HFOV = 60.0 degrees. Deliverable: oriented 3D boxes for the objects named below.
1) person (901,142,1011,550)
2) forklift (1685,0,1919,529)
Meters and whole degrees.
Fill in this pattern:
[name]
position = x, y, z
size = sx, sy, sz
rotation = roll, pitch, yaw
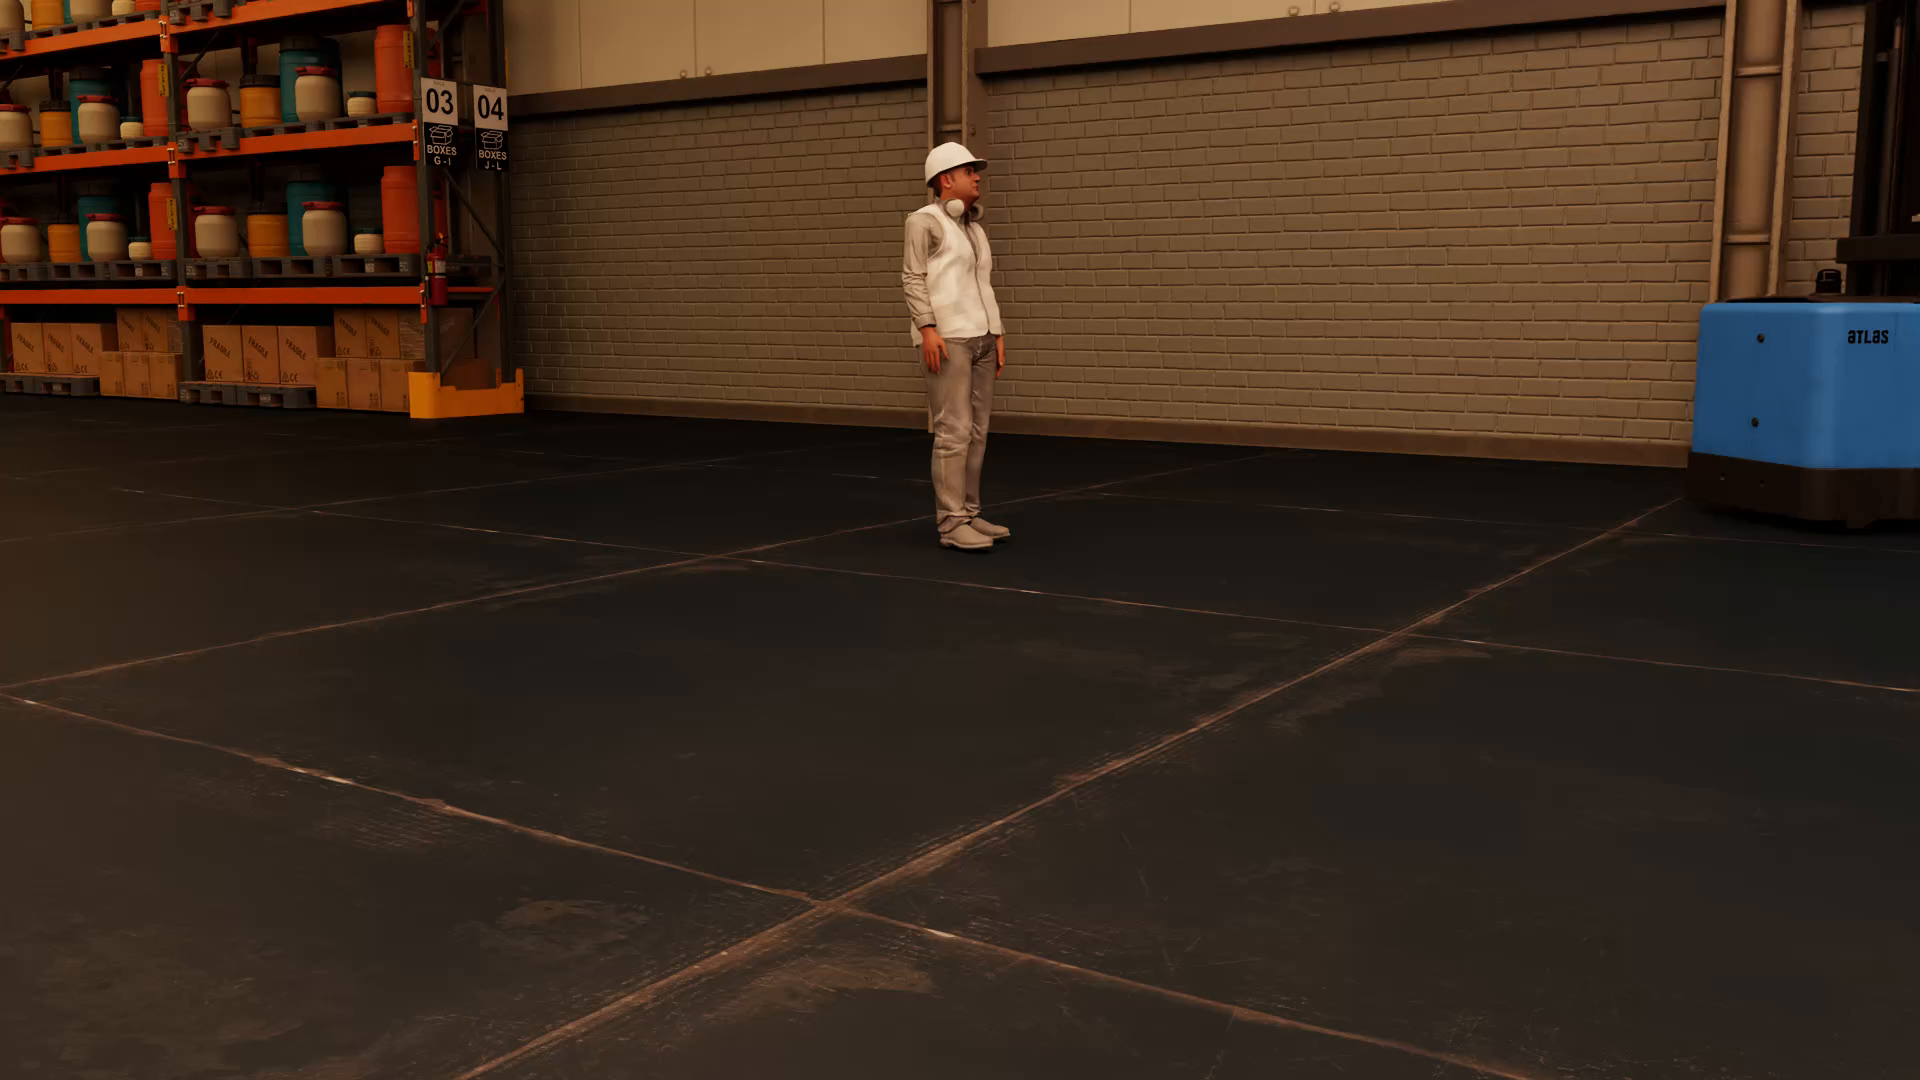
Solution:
[person]
position = 0.048, -0.880, 7.437
size = 0.566, 1.775, 0.633
rotation = 5, 10, 34
[forklift]
position = 5.342, -1.577, 8.280
size = 3.031, 2.935, 1.130
rotation = -1, 8, -10
